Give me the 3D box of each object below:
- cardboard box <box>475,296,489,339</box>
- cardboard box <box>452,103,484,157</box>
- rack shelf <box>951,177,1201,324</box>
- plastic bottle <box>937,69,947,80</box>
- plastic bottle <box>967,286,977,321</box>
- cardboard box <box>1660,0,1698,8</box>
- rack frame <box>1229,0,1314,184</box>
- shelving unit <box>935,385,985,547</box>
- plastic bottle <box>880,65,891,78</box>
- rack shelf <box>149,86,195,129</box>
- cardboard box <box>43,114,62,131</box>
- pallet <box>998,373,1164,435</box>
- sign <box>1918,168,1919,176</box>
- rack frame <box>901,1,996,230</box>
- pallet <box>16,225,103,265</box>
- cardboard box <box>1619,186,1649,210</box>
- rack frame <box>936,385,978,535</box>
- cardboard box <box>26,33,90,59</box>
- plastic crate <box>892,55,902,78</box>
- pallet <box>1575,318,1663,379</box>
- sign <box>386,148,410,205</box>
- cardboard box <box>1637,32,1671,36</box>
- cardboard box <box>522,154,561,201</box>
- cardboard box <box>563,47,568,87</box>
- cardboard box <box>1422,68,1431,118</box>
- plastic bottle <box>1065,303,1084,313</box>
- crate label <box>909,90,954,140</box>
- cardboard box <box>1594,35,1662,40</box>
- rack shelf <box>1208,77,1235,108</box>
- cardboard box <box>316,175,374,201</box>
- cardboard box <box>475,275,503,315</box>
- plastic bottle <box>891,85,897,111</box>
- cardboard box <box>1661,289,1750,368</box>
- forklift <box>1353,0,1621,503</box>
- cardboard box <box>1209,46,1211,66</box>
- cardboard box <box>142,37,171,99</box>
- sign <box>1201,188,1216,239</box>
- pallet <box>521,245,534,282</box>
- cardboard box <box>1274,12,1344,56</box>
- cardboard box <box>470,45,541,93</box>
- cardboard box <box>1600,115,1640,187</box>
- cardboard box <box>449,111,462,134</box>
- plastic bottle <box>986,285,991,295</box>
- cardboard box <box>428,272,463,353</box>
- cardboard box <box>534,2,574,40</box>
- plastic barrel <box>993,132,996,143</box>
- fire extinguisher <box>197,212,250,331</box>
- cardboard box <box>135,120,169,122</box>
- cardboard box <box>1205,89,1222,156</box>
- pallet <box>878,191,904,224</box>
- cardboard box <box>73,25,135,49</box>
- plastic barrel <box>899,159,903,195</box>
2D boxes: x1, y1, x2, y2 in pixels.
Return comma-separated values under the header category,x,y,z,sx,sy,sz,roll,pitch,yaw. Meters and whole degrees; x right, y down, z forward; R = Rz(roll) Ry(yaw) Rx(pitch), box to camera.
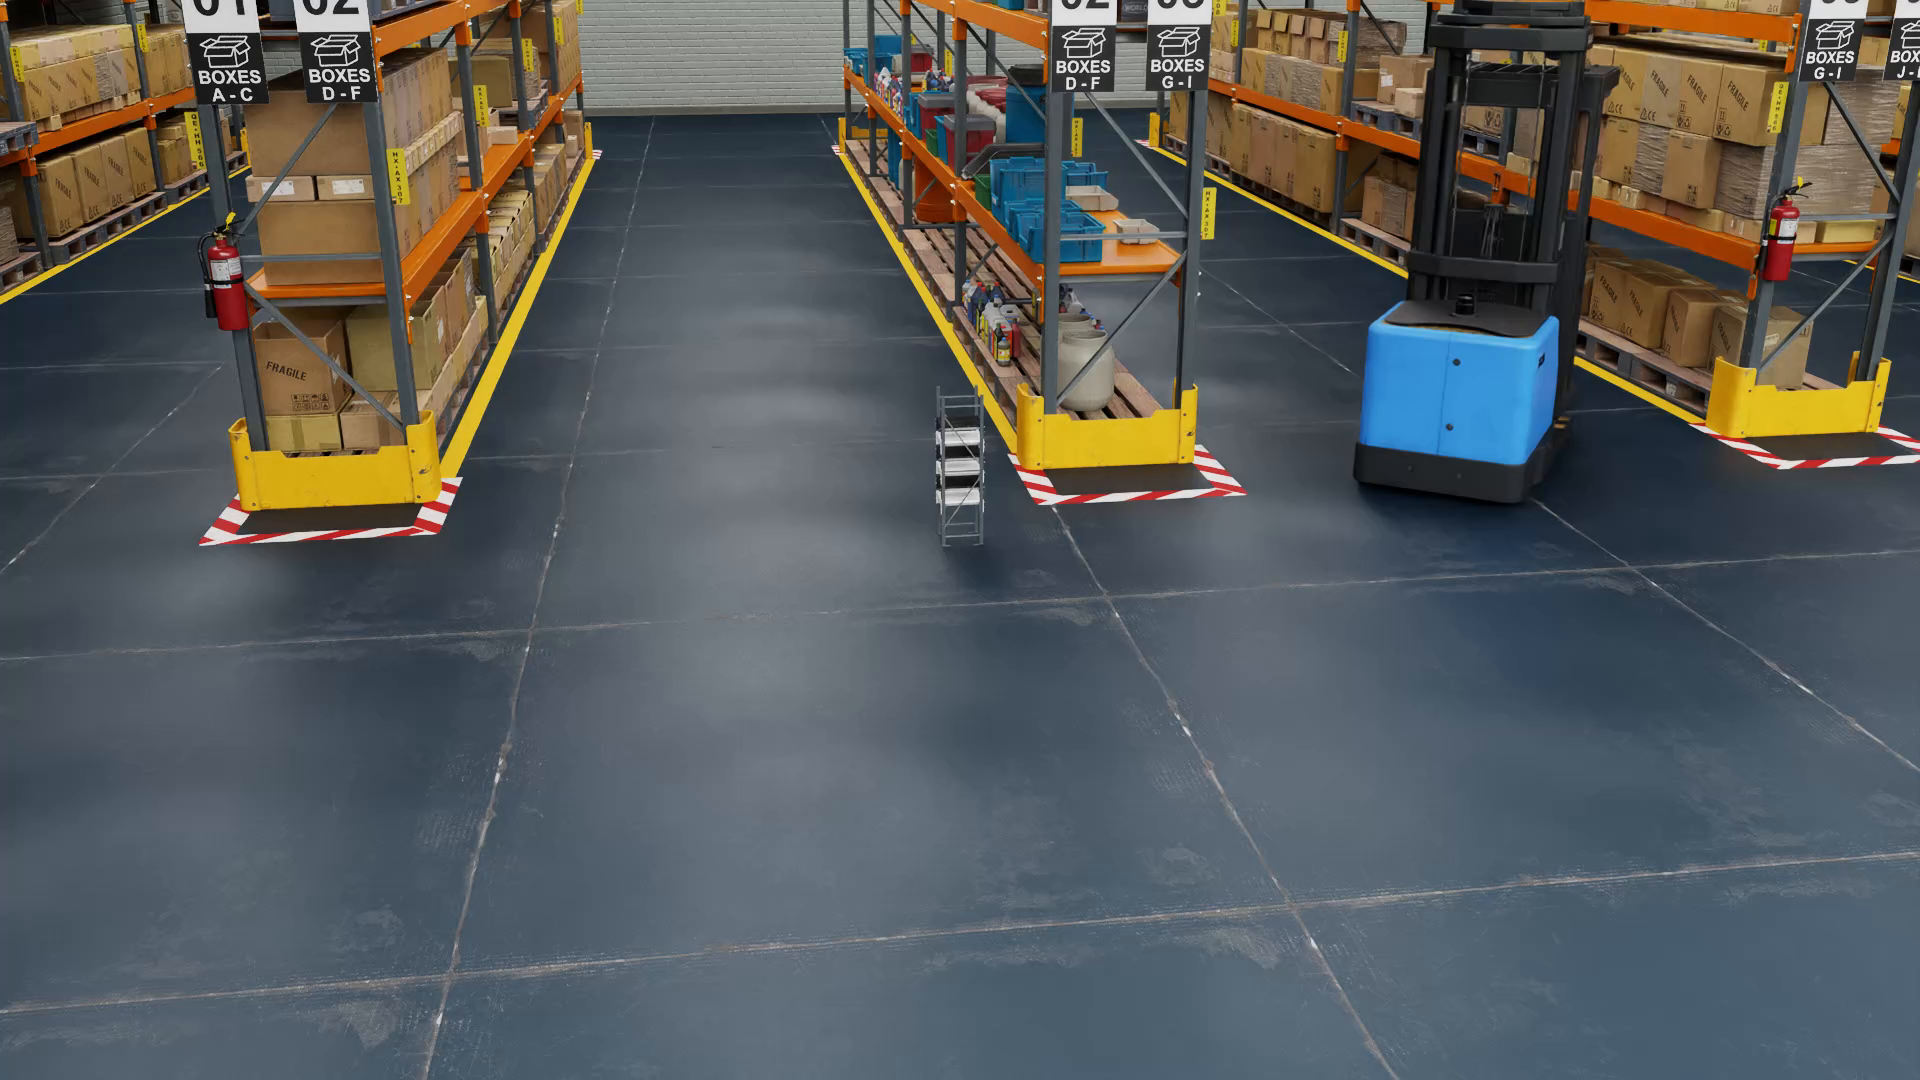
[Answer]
category,x,y,z,sx,sy,sz,roll,pitch,yaw
cardboard box,-4.163,-1.823,13.639,0.500,0.250,0.500,-3,21,-8
cardboard box,-4.689,-3.733,15.281,0.500,0.500,0.500,-3,21,-8
rack shelf,0.744,-2.283,12.569,1.077,0.370,4.000,-3,21,-8
plastic bottle,-0.214,-5.693,20.742,0.144,0.351,0.185,-3,21,-8
plastic bottle,0.142,-1.999,14.046,0.152,0.276,0.135,-2,21,-6
cardboard box,5.472,-4.017,12.110,0.500,0.250,0.500,-2,21,-7
rack frame,4.204,-6.332,22.382,1.000,3.000,0.127,-3,21,-8
shelving unit,-0.001,-0.424,9.566,0.258,0.900,0.210,-3,21,-8
plastic bottle,-0.961,-5.907,21.314,0.144,0.351,0.185,-3,21,-8
rack shelf,-10.789,-5.938,22.355,1.077,0.370,4.000,-3,21,-8
cardboard box,-9.725,-4.399,17.537,0.380,0.149,0.250,-2,21,-6
pallet,0.863,-0.926,11.895,1.003,0.211,1.213,-3,21,-8
sign,6.471,-2.610,11.180,0.100,0.325,0.005,-3,21,-8
rack frame,-0.121,-4.697,18.005,1.000,3.000,0.127,-3,21,-8
pallet,-9.963,-3.168,17.896,1.003,0.211,1.213,-3,21,-8
cardboard box,5.368,-2.662,12.914,0.380,0.149,0.250,-3,21,-8
rack frame,-0.016,-0.460,9.660,0.240,0.900,0.006,-3,21,-8
cardboard box,-9.969,-5.450,18.352,0.500,0.250,0.500,-3,21,-9
plastic crate,-0.735,-6.593,23.164,0.437,0.282,0.530,-3,21,-8
pallet,5.668,-1.601,13.702,1.003,0.211,1.213,-3,21,-8
sign,-3.320,-2.147,9.827,0.100,0.325,0.005,-3,21,-8
cardboard box,9.378,-6.776,22.478,0.380,0.149,0.250,-2,21,-5
cardboard box,-5.110,-4.367,20.065,0.500,0.500,0.500,-3,21,-7
cardboard box,-5.480,-6.248,22.013,0.500,0.500,0.500,-3,21,-7
cardboard box,5.016,-4.403,16.469,0.797,0.503,0.637,-1,20,-2
plastic bottle,0.928,-1.799,13.510,0.152,0.276,0.135,-3,21,-7
crate label,-0.245,-4.356,17.041,0.502,0.435,0.616,-3,21,-8
cardboard box,5.694,-4.075,14.341,0.500,0.500,0.500,-3,21,-8
rack shelf,3.916,-6.687,24.362,1.077,0.370,4.000,-3,21,-8
cardboard box,-3.713,-2.176,10.185,0.380,0.149,0.250,-3,21,-8
cardboard box,-4.259,-2.124,14.446,0.500,0.250,0.500,-3,21,-9
plastic bottle,-0.766,-5.157,19.402,0.061,0.283,0.133,-3,21,-8
cardboard box,5.740,-1.625,12.752,0.500,0.500,0.500,2,21,6
forklift,3.626,-2.070,11.069,1.130,2.935,3.031,10,23,26
cardboard box,3.730,-6.896,23.682,0.500,0.250,0.500,-2,21,-7
cardboard box,-10.563,-5.911,20.828,0.980,0.700,0.700,-3,21,-7
sign,1.578,-2.083,10.611,0.100,0.325,0.005,-3,21,-8
pallet,-4.943,-2.855,17.059,1.003,0.211,1.213,-3,21,-8
cardboard box,4.392,-6.390,20.960,0.797,0.503,0.637,-3,21,-7
cardboard box,-5.284,-5.468,19.327,0.700,0.500,0.500,-8,22,-21
cardboard box,5.601,-3.071,13.083,0.875,0.500,0.500,-3,21,-8
cardboard box,-4.195,-3.331,13.277,0.380,0.149,0.250,-3,21,-8
plastic bottle,0.247,-2.008,14.059,0.061,0.283,0.133,-3,21,-8
cardboard box,-3.940,-1.655,12.118,0.500,0.500,0.500,-3,21,-8
cardboard box,-5.687,-7.239,23.239,0.500,0.500,0.500,-2,21,-6
plastic barrel,0.417,-3.713,15.569,0.301,0.262,0.301,0,20,0
fire extinguisher,-4.312,-1.578,9.765,0.296,0.674,0.183,-3,21,-8
cardboard box,-10.873,-5.566,22.377,0.380,0.149,0.250,-3,21,-9
cardboard box,4.058,-6.077,24.137,0.875,0.875,0.875,-3,21,-8
pallet,-0.448,-4.083,20.346,1.003,0.211,1.213,-3,21,-8
cardboard box,-10.180,-5.980,19.772,0.500,0.250,0.500,-2,21,-6
plastic barrel,-0.541,-4.479,20.376,0.421,0.512,0.421,0,20,0
